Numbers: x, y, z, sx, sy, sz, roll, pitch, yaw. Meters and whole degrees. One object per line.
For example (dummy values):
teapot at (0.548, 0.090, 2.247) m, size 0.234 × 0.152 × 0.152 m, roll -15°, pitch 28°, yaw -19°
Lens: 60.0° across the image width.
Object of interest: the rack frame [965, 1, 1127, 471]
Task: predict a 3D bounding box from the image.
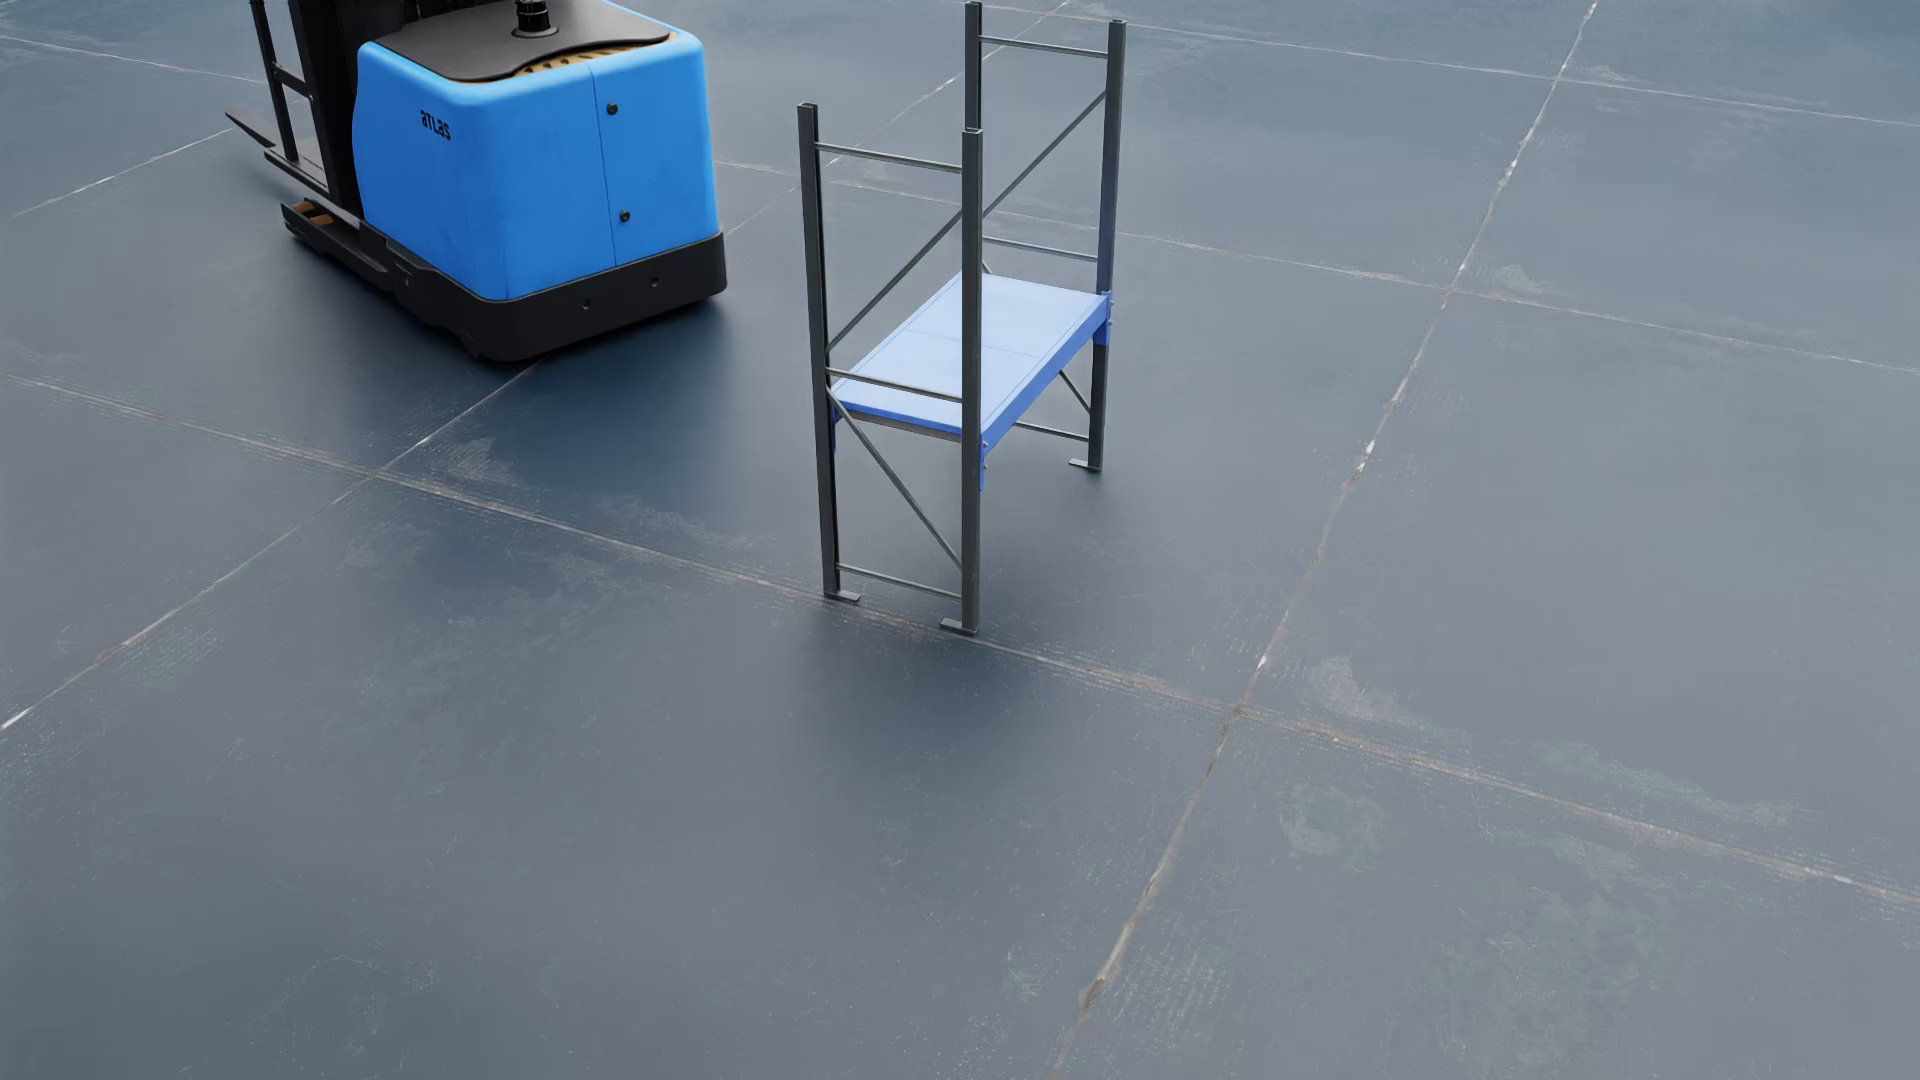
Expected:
rack frame at (0.248, -0.923, 5.290) m, size 0.500 × 1.500 × 0.032 m, roll 14°, pitch 36°, yaw 20°

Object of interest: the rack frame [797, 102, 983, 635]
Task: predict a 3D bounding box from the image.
rack frame at (-0.177, -0.417, 4.517) m, size 0.500 × 1.500 × 0.032 m, roll 14°, pitch 36°, yaw 20°

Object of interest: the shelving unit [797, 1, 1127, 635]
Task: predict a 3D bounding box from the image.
shelving unit at (0.036, -0.670, 4.904) m, size 0.538 × 1.500 × 1.048 m, roll 14°, pitch 36°, yaw 20°

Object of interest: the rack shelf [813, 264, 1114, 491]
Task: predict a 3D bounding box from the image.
rack shelf at (0.036, -0.519, 5.002) m, size 0.538 × 0.185 × 1.000 m, roll 14°, pitch 36°, yaw 20°

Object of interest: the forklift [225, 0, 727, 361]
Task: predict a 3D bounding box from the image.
forklift at (-2.286, -2.610, 6.557) m, size 1.130 × 2.935 × 3.031 m, roll -26°, pitch 41°, yaw -34°
